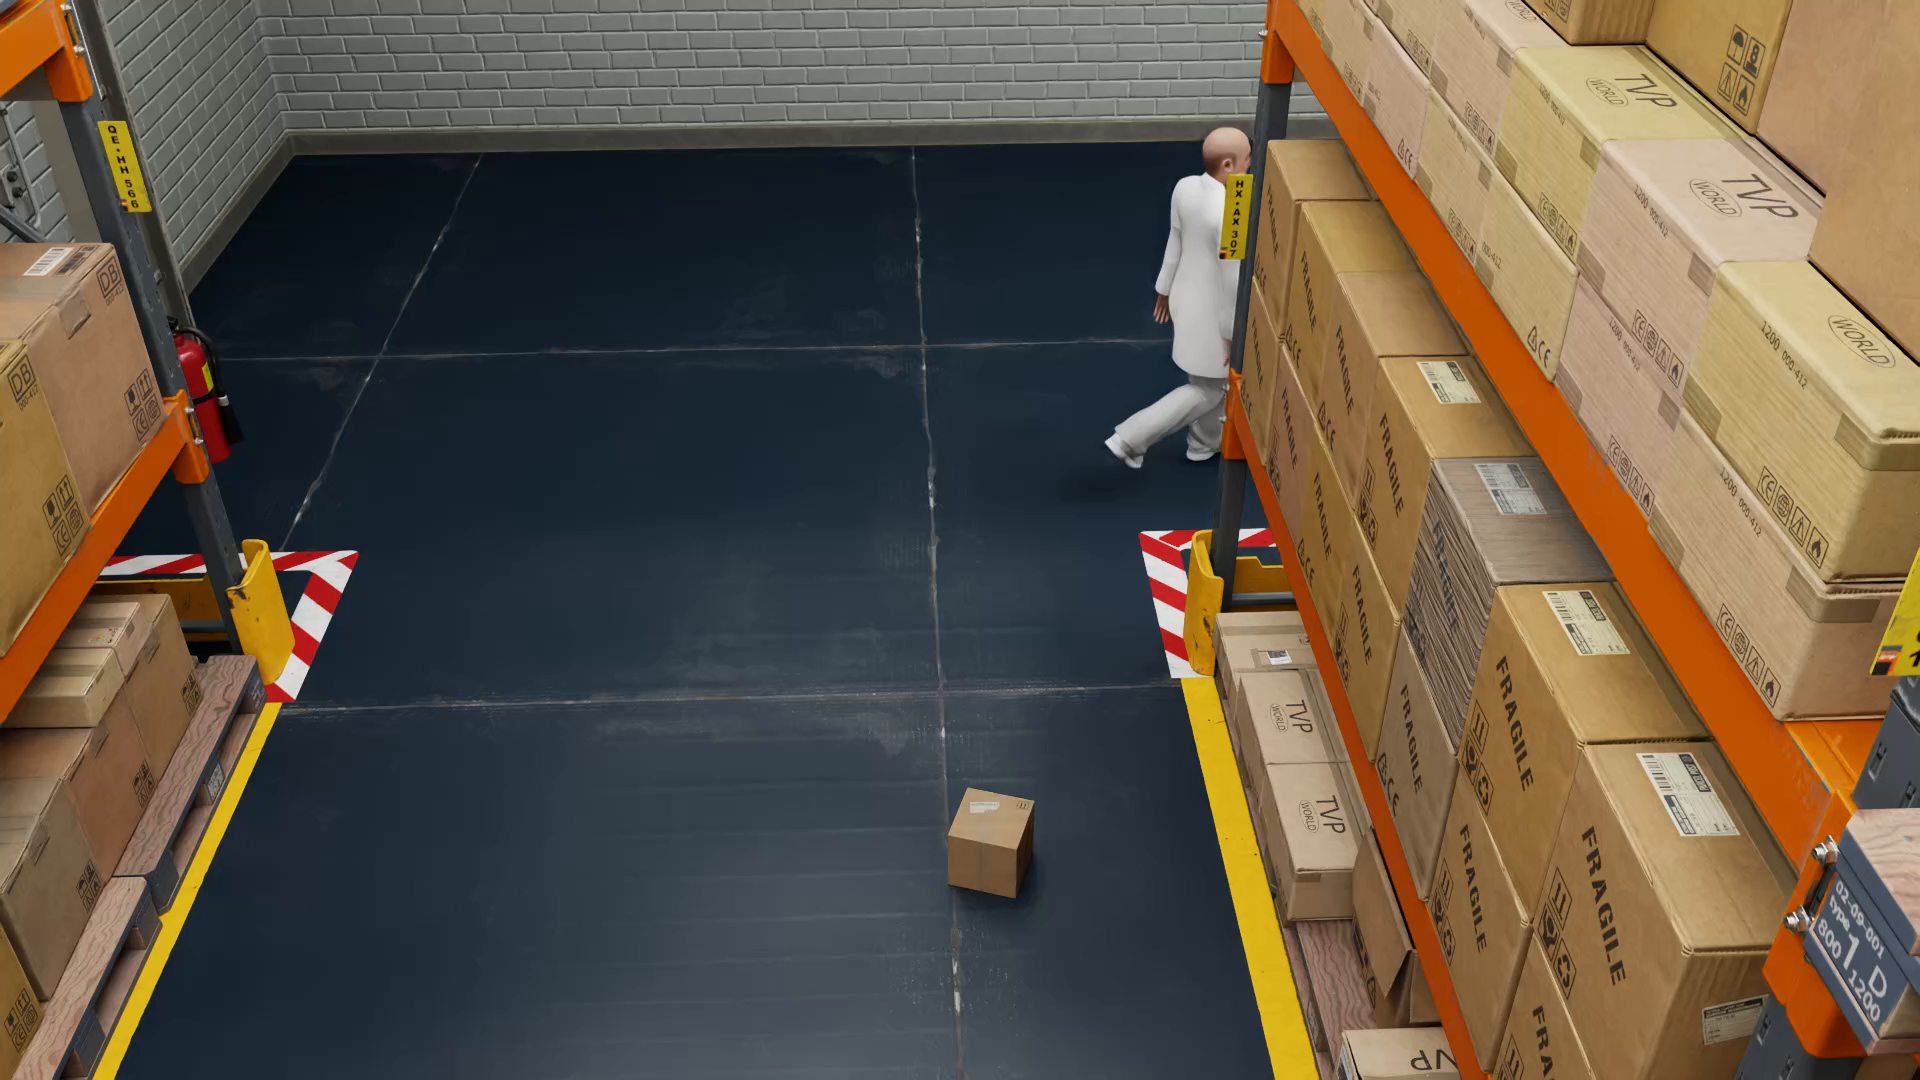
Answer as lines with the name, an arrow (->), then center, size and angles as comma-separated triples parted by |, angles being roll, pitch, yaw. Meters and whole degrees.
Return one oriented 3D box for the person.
person -> 1.085, -1.055, 7.664 | 0.905, 1.745, 0.635 | -11, 36, -16
